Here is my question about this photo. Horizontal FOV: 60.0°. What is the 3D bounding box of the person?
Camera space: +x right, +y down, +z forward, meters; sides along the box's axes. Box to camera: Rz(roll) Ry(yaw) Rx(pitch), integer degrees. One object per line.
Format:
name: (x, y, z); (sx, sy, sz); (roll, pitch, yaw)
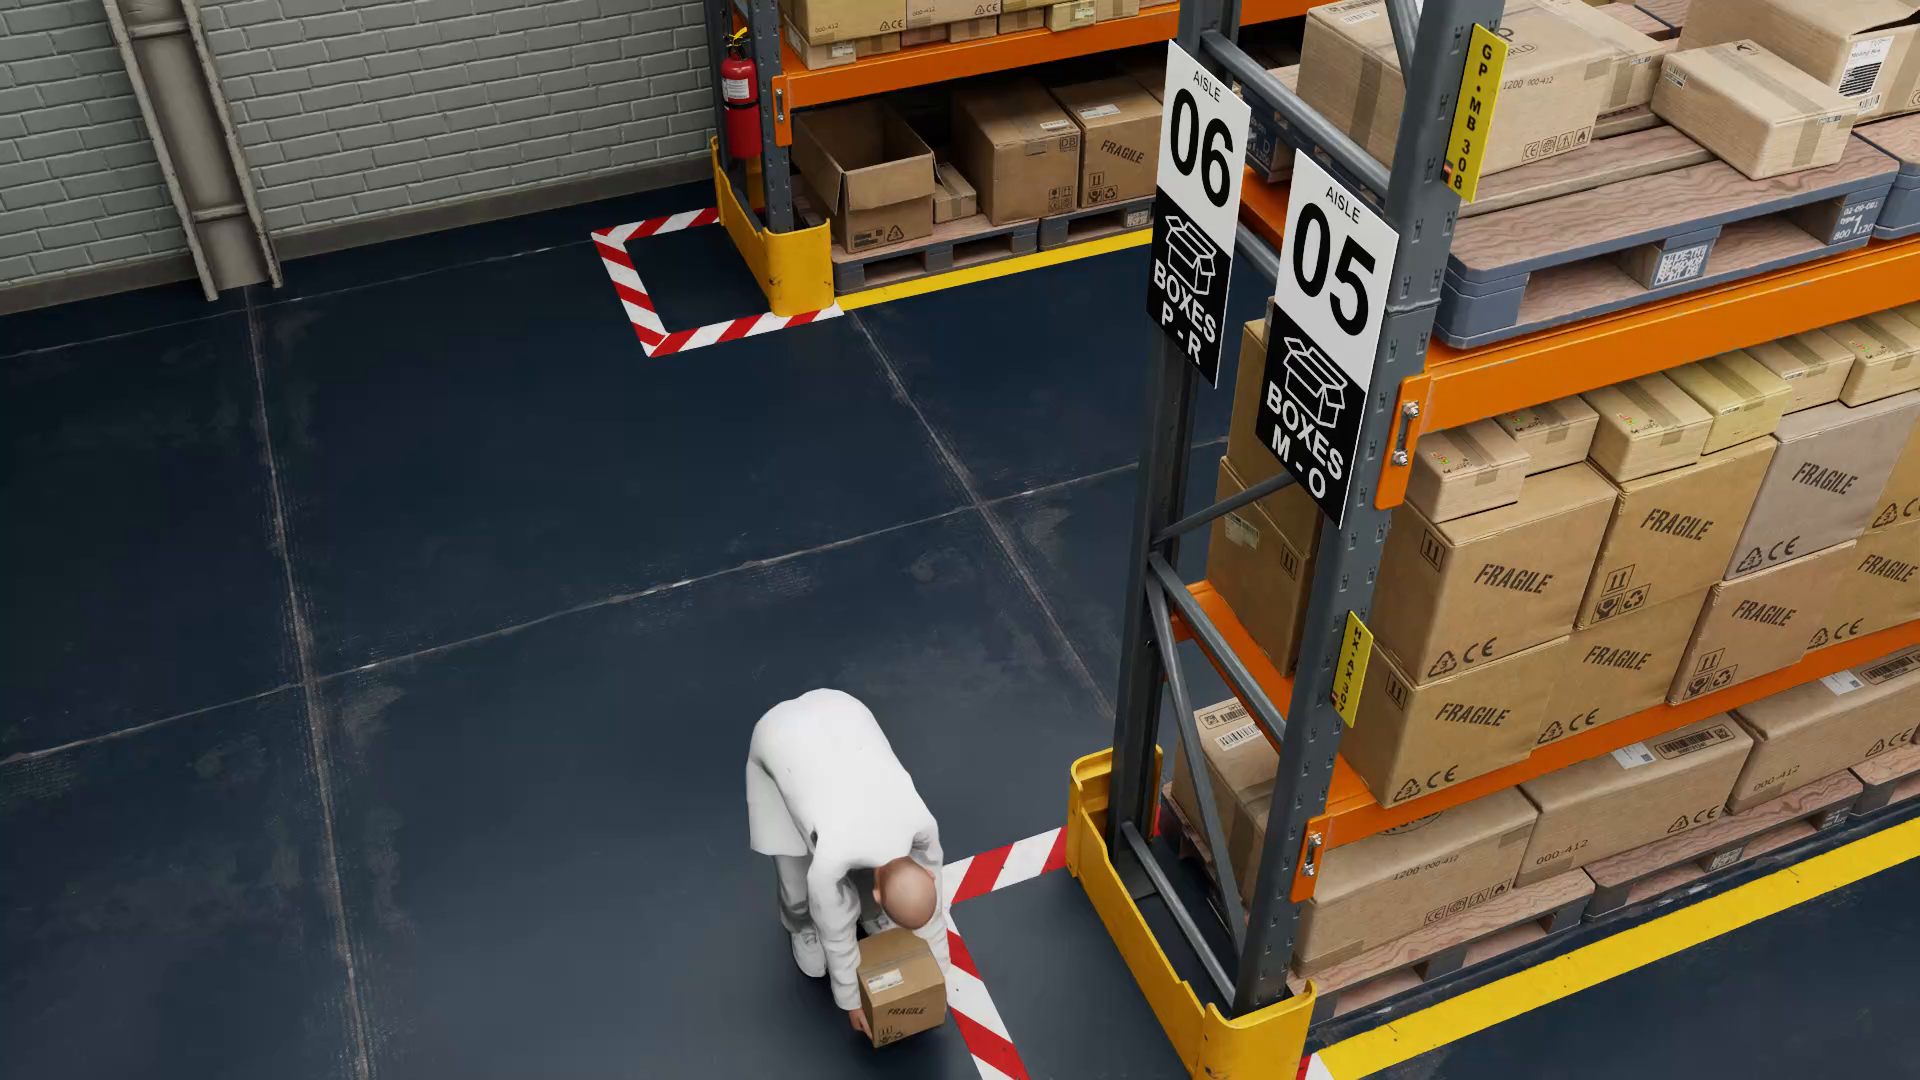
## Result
person: (-0.345, 1.088, 5.458); (0.573, 1.078, 0.948); (-20, 45, -21)
